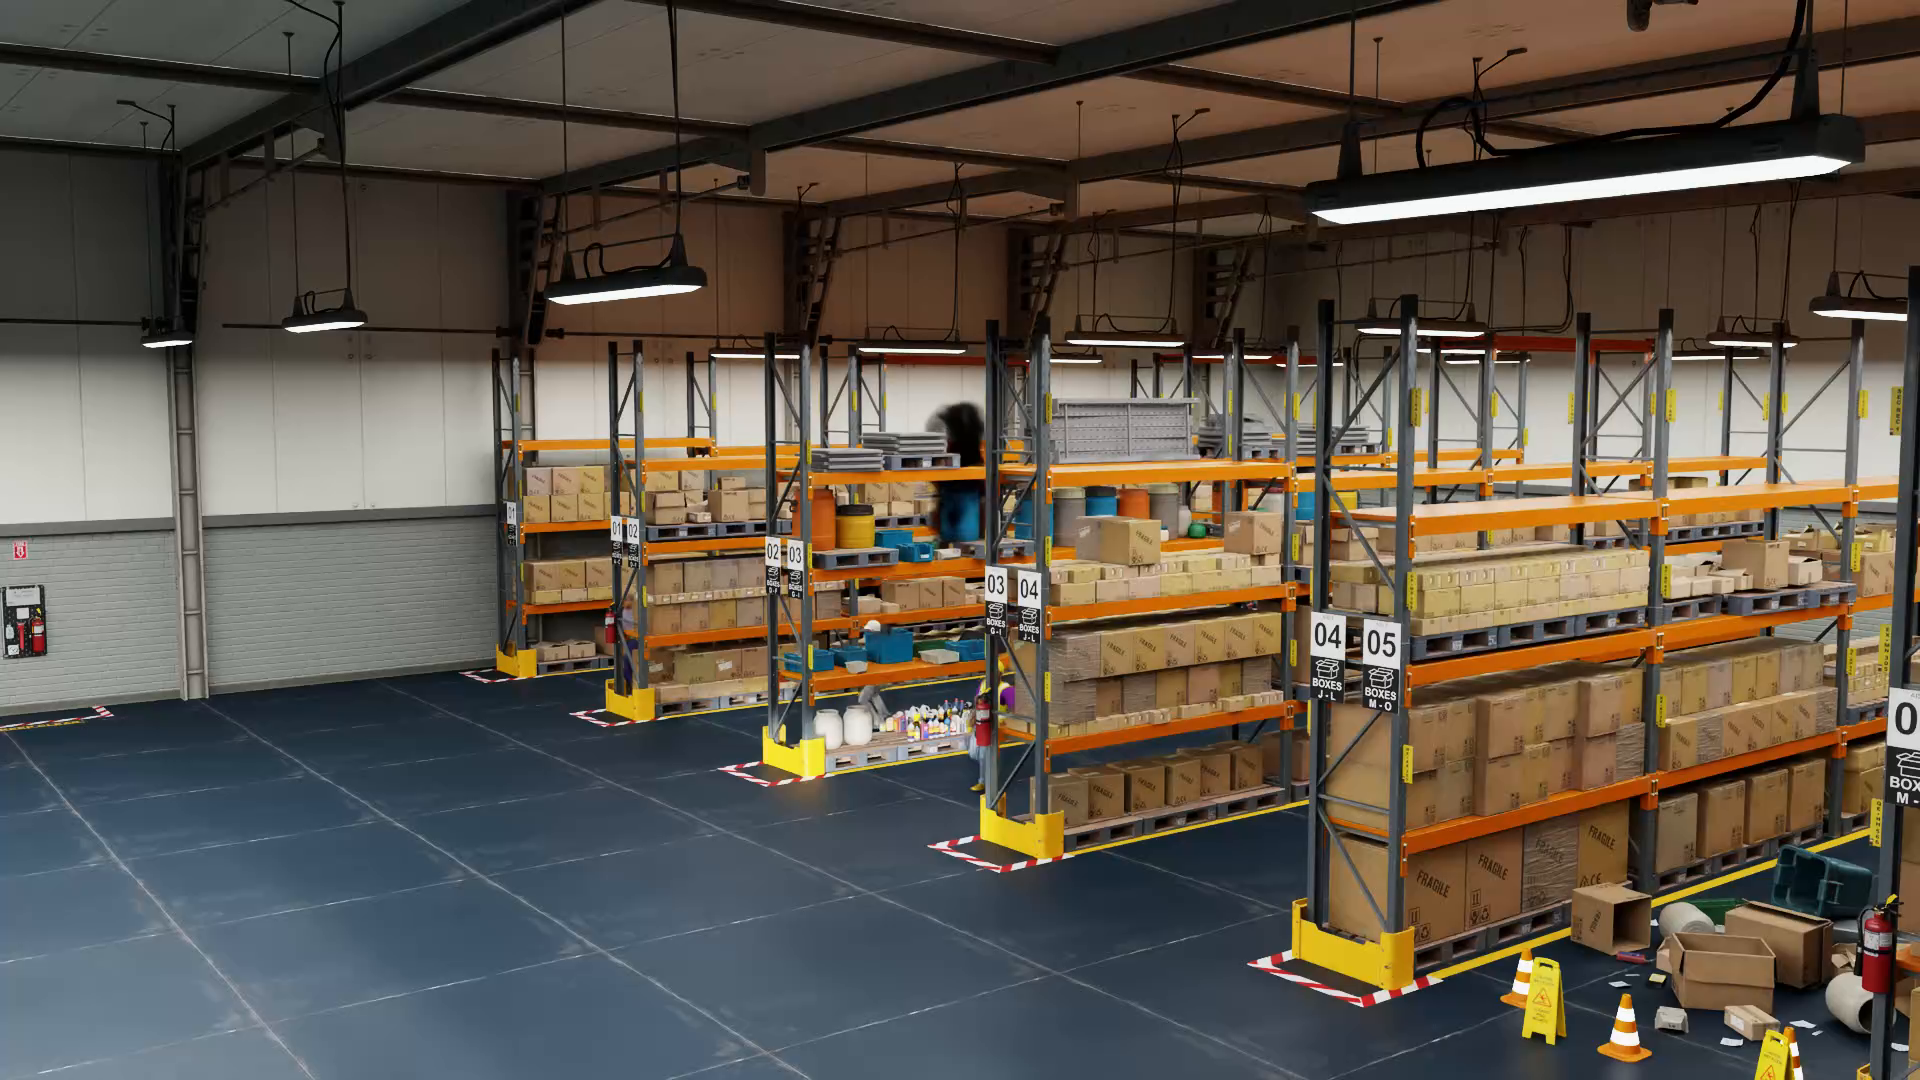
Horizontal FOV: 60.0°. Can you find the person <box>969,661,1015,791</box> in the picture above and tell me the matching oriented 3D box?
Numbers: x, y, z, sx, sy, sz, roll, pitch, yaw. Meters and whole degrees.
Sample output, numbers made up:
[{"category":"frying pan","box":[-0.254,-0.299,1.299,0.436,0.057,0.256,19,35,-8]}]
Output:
[{"category":"person","box":[0.455,2.413,21.681,0.756,1.724,0.567,3,6,35]}]

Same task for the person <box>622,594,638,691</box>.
[{"category":"person","box":[-5.714,1.793,29.071,0.557,1.677,0.854,4,6,38]}]

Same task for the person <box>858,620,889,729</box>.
[{"category":"person","box":[-1.320,2.070,25.738,0.470,1.706,0.972,0,5,3]}]
